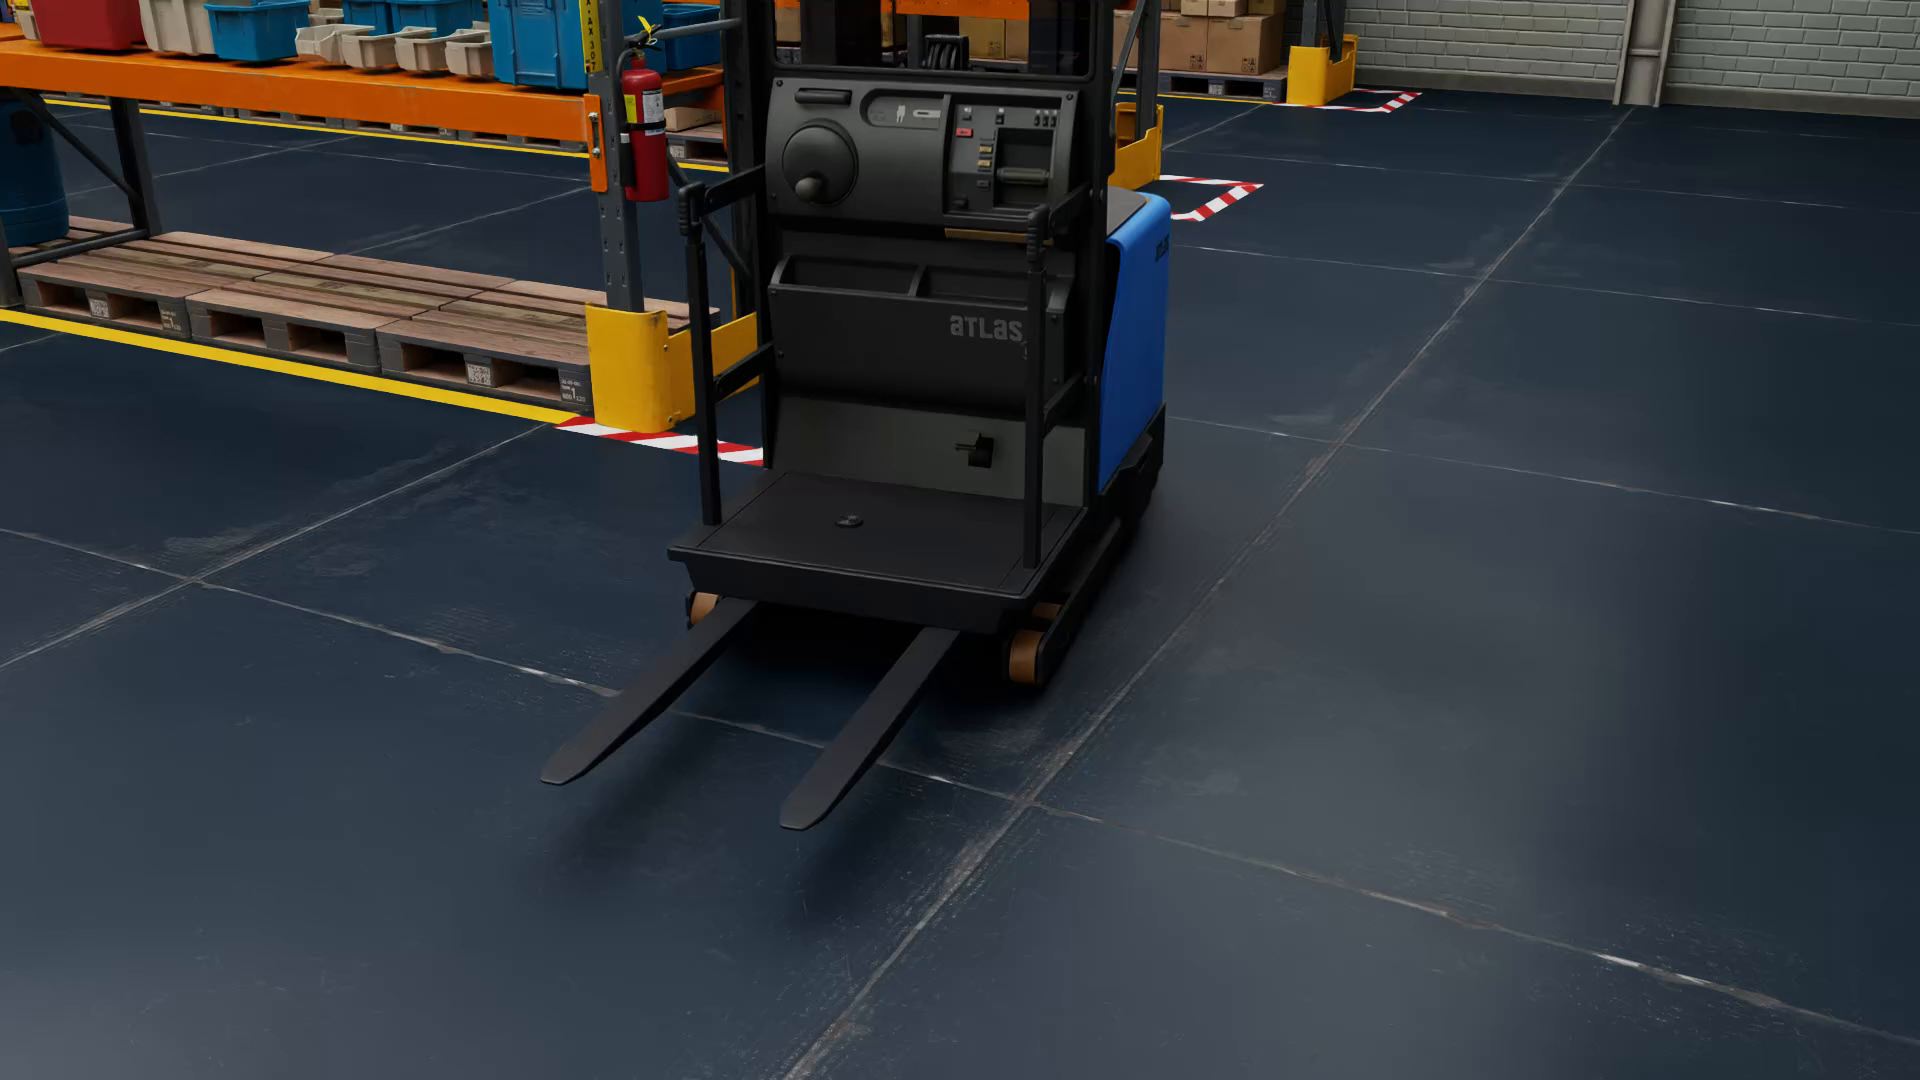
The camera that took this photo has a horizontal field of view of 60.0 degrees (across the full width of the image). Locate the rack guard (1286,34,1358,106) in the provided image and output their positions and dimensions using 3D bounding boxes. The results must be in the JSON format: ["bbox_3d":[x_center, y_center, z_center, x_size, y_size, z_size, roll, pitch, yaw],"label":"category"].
[{"bbox_3d":[3.343,-4.343,15.324,0.348,0.500,1.175,11,25,25],"label":"rack guard"}]

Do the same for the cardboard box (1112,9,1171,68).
[{"bbox_3d":[1.756,-4.807,15.877,0.500,0.500,0.700,10,25,23],"label":"cardboard box"}]

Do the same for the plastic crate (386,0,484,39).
[{"bbox_3d":[-2.395,-2.380,7.650,0.300,0.233,0.416,11,25,25],"label":"plastic crate"}]

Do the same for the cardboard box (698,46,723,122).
[{"bbox_3d":[-1.844,-3.524,12.836,0.500,0.500,0.500,11,25,25],"label":"cardboard box"}]

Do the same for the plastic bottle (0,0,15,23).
[{"bbox_3d":[-5.170,-2.954,9.027,0.097,0.271,0.097,0,23,0],"label":"plastic bottle"}]

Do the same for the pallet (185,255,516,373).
[{"bbox_3d":[-2.952,-1.130,8.137,1.213,0.211,1.003,11,25,25],"label":"pallet"}]

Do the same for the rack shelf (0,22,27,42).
[{"bbox_3d":[-6.503,-2.766,9.341,4.000,0.370,1.077,11,25,25],"label":"rack shelf"}]

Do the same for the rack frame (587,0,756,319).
[{"bbox_3d":[-1.149,-2.038,6.709,0.127,3.000,1.000,11,25,25],"label":"rack frame"}]

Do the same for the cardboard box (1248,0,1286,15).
[{"bbox_3d":[2.853,-4.976,15.446,0.250,0.149,0.380,11,26,25],"label":"cardboard box"}]

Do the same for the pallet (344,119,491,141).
[{"bbox_3d":[-4.316,-3.536,13.794,1.213,0.211,1.003,11,25,25],"label":"pallet"}]

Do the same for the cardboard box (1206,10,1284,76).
[{"bbox_3d":[2.652,-4.630,15.461,0.500,0.500,0.700,11,25,25],"label":"cardboard box"}]

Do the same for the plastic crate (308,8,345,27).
[{"bbox_3d":[-3.029,-2.448,7.934,0.466,0.136,0.293,11,25,25],"label":"plastic crate"}]

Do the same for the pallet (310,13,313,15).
[{"bbox_3d":[-8.003,-6.440,20.623,1.213,0.211,1.003,11,25,25],"label":"pallet"}]

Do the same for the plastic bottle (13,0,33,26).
[{"bbox_3d":[-4.922,-2.904,8.809,0.185,0.351,0.144,11,25,25],"label":"plastic bottle"}]

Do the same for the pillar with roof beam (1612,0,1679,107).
[{"bbox_3d":[4.179,-6.581,9.725,0.400,9.000,9.100,11,25,25],"label":"pillar with roof beam"}]

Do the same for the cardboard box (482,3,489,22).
[{"bbox_3d":[-3.694,-4.218,13.509,0.500,0.250,0.500,11,26,25],"label":"cardboard box"}]

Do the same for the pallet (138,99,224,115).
[{"bbox_3d":[-6.767,-4.056,15.017,1.213,0.211,1.003,11,25,25],"label":"pallet"}]

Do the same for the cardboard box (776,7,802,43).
[{"bbox_3d":[-1.682,-5.634,17.374,0.750,0.750,0.750,12,26,26],"label":"cardboard box"}]

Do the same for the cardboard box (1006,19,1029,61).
[{"bbox_3d":[0.820,-4.990,16.307,0.500,0.500,0.700,11,25,24],"label":"cardboard box"}]

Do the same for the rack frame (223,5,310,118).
[{"bbox_3d":[-6.050,-5.180,14.097,0.127,3.000,1.000,11,25,25],"label":"rack frame"}]

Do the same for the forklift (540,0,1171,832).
[{"bbox_3d":[-0.185,-1.106,4.605,1.130,2.935,3.031,7,24,17],"label":"forklift"}]

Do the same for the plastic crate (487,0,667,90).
[{"bbox_3d":[-1.532,-2.076,6.676,0.499,0.435,0.616,11,25,25],"label":"plastic crate"}]

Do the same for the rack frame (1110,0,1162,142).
[{"bbox_3d":[1.090,-3.767,10.776,0.127,3.000,1.000,11,25,25],"label":"rack frame"}]

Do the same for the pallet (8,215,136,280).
[{"bbox_3d":[-5.388,-1.612,9.270,1.213,0.211,1.003,11,25,25],"label":"pallet"}]

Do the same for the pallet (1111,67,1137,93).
[{"bbox_3d":[1.488,-4.544,16.166,1.213,0.211,1.003,11,25,25],"label":"pallet"}]

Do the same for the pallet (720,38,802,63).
[{"bbox_3d":[-2.064,-5.246,17.816,1.213,0.211,1.003,11,25,25],"label":"pallet"}]

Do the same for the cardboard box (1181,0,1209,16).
[{"bbox_3d":[2.226,-4.932,15.343,0.250,0.149,0.380,12,26,26],"label":"cardboard box"}]

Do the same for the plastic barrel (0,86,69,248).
[{"bbox_3d":[-5.196,-2.074,8.938,0.708,0.901,0.600,11,25,25],"label":"plastic barrel"}]

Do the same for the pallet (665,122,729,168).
[{"bbox_3d":[-1.868,-3.069,12.696,1.213,0.211,1.003,11,25,25],"label":"pallet"}]

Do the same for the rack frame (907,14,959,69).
[{"bbox_3d":[-0.248,-6.204,16.506,0.127,3.000,1.000,11,25,25],"label":"rack frame"}]

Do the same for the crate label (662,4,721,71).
[{"bbox_3d":[-1.220,-2.147,7.103,0.303,0.233,0.416,11,25,25],"label":"crate label"}]

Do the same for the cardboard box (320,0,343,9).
[{"bbox_3d":[-5.057,-4.485,14.138,0.500,0.250,0.500,12,26,27],"label":"cardboard box"}]

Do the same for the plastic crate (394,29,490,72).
[{"bbox_3d":[-2.210,-2.081,7.071,0.243,0.136,0.396,11,25,25],"label":"plastic crate"}]

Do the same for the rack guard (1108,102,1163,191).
[{"bbox_3d":[1.022,-2.630,11.296,0.348,0.500,1.175,11,25,25],"label":"rack guard"}]

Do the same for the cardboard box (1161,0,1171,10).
[{"bbox_3d":[1.951,-5.154,15.865,0.250,0.149,0.380,12,26,25],"label":"cardboard box"}]

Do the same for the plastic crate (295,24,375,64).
[{"bbox_3d":[-2.742,-2.168,7.274,0.250,0.136,0.298,11,25,25],"label":"plastic crate"}]

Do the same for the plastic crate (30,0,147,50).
[{"bbox_3d":[-4.035,-2.556,7.769,0.583,0.464,0.402,11,25,25],"label":"plastic crate"}]
